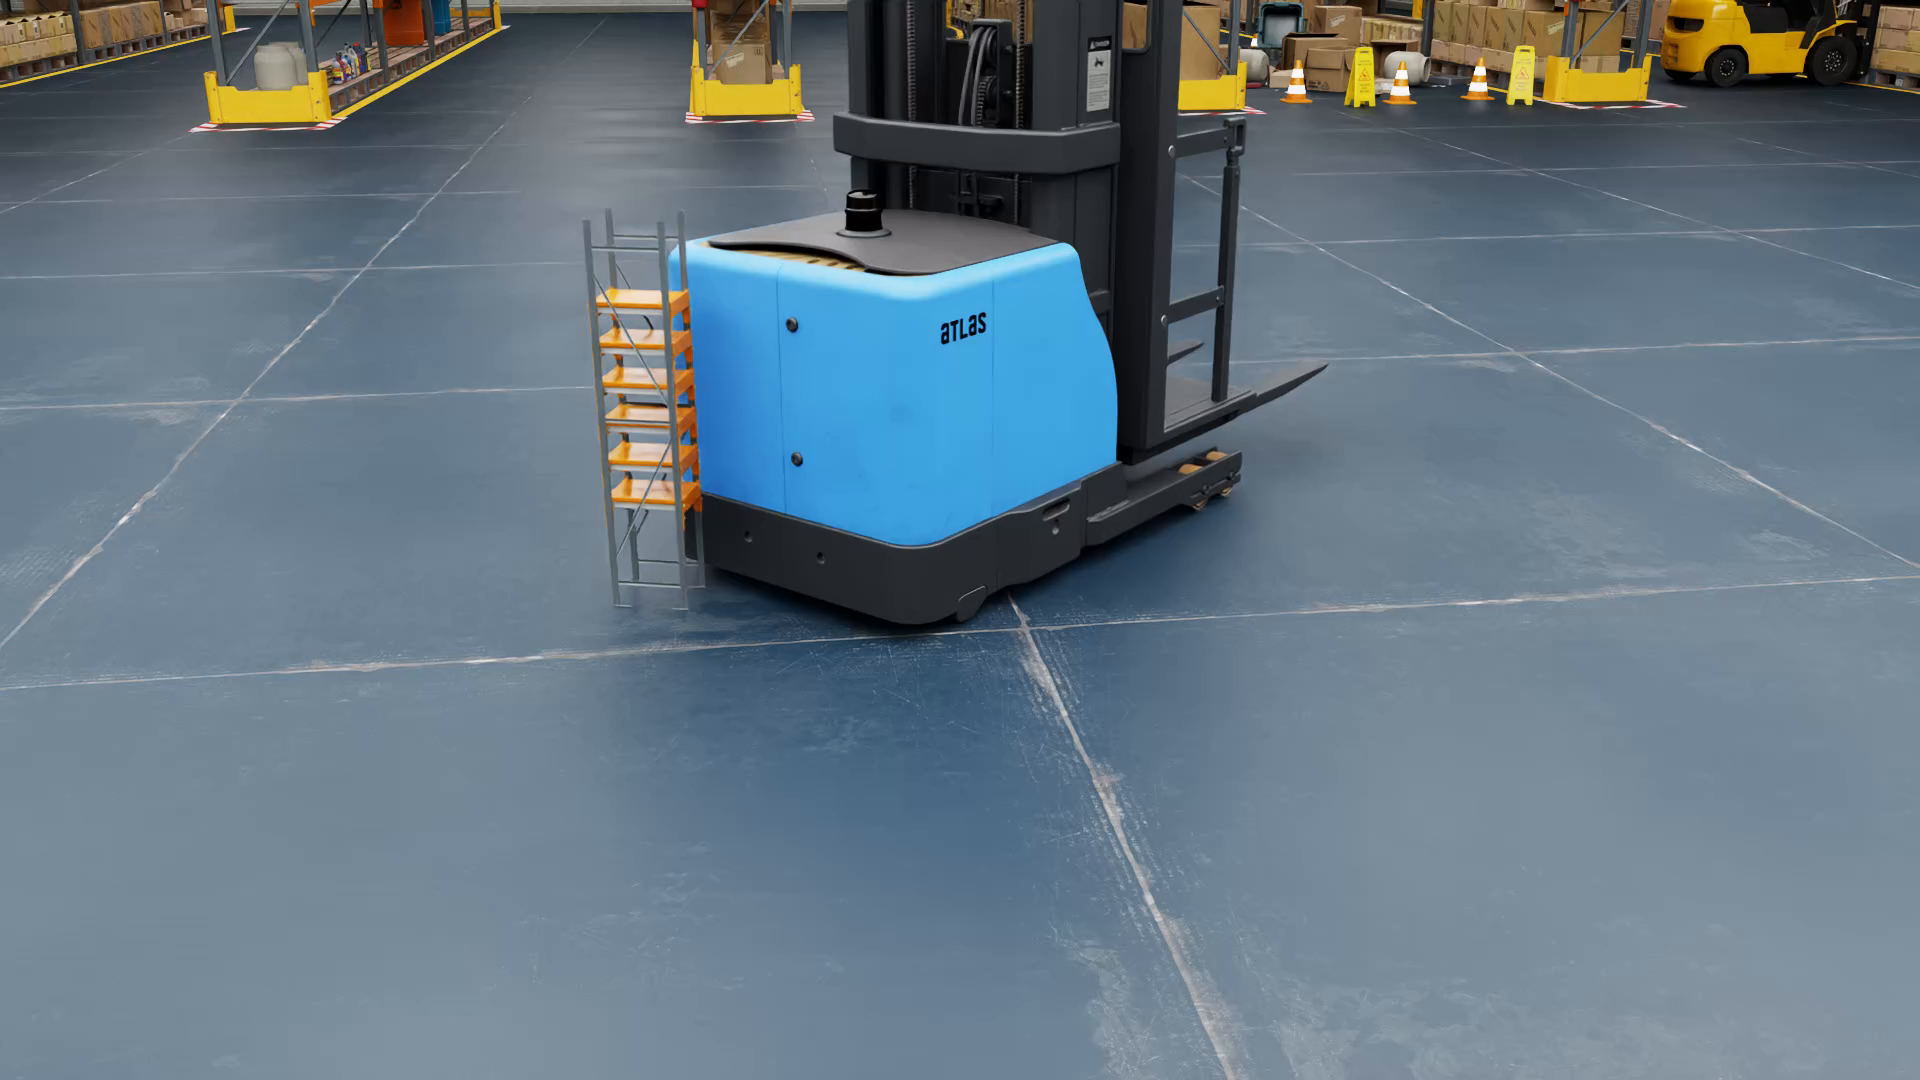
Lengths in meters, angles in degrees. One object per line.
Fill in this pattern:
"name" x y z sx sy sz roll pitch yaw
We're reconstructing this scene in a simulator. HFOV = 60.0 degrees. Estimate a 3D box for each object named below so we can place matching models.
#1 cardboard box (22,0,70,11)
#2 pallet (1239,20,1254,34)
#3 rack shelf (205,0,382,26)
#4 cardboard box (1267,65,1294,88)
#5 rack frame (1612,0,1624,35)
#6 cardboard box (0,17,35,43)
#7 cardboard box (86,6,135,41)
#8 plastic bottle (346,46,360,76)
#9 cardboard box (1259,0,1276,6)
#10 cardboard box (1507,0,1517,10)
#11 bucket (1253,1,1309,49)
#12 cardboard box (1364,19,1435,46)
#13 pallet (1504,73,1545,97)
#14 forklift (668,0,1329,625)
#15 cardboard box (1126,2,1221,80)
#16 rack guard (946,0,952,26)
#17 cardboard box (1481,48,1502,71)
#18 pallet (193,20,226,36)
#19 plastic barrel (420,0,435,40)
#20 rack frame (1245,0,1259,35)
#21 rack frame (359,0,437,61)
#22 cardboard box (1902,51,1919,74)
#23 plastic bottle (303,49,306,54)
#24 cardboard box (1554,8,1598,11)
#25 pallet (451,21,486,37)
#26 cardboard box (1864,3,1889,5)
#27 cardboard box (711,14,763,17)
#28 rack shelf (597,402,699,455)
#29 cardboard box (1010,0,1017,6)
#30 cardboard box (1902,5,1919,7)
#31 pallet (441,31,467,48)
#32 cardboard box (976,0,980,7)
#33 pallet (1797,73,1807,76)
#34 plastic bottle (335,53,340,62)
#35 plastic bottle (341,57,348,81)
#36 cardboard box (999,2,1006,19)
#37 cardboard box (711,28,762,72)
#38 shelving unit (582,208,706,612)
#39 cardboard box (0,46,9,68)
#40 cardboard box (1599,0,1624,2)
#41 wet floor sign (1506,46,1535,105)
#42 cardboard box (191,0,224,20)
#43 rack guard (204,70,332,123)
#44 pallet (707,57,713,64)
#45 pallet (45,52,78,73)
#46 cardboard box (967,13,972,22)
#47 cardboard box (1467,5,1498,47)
"cardboard box" -13.654 -8.056 24.870 0.500 0.250 0.500 -2 21 -6
"pallet" 5.726 -9.682 31.338 1.003 0.211 1.213 -3 21 -8
"rack shelf" -7.508 -6.172 18.983 1.077 0.370 4.000 -3 21 -8
"cardboard box" 4.098 -5.884 21.090 0.396 0.266 0.258 1 20 2
"rack frame" 11.246 -9.588 27.100 1.000 3.000 0.127 -3 21 -8
"cardboard box" -12.734 -6.812 22.197 0.500 0.311 0.500 -2 21 -6
"cardboard box" -13.286 -8.081 26.008 0.500 0.500 0.500 -4 21 -10
"plastic bottle" -7.344 -5.780 20.062 0.144 0.351 0.185 -3 21 -8
"cardboard box" 5.927 -9.712 29.869 0.875 0.875 0.875 -2 21 -6
"cardboard box" 6.962 -6.605 20.445 0.380 0.149 0.250 -3 21 -7
"bucket" 4.329 -6.915 22.448 0.726 0.611 0.620 4 11 11
"cardboard box" 6.625 -7.588 24.901 0.950 0.372 0.625 -2 21 -6
"pallet" 7.395 -5.570 20.327 1.003 0.211 1.213 -3 21 -8
"forklift" 0.389 -1.575 5.743 1.130 2.935 3.031 15 25 35
"cardboard box" 2.441 -5.715 19.166 0.875 0.875 0.875 -3 21 -7
"rack guard" 0.309 -10.624 33.447 1.175 0.500 0.348 -3 21 -8
"cardboard box" 6.958 -6.102 21.097 0.500 0.250 0.500 -4 21 -10
"pallet" -14.301 -9.499 30.849 1.003 0.211 1.213 -3 21 -8
"plastic barrel" -8.623 -8.213 26.266 0.600 0.588 0.708 -3 21 -8
"rack frame" 5.758 -10.721 30.134 1.000 3.000 0.127 -3 21 -8
"rack frame" -8.373 -8.587 24.419 1.000 3.000 0.127 -3 21 -8
"cardboard box" 12.019 -5.874 20.485 0.500 0.250 0.500 -3 21 -7
"plastic bottle" -7.948 -5.874 20.313 0.144 0.351 0.185 -3 21 -8
"cardboard box" 7.562 -6.309 20.578 0.500 0.500 0.500 -4 21 -10
"pallet" -9.273 -9.341 30.425 1.003 0.211 1.213 -3 21 -8
"cardboard box" 11.797 -6.865 21.711 0.500 0.250 0.500 -3 21 -9
"cardboard box" -3.174 -7.253 23.793 0.700 0.500 0.500 -1 21 -3
"rack shelf" -0.942 -0.337 5.030 0.258 0.103 0.180 3 21 8
"cardboard box" 1.093 -8.652 26.496 0.500 0.250 0.500 -3 21 -9
"cardboard box" 12.380 -6.718 21.316 0.500 0.250 0.500 -3 21 -8
"pallet" -8.879 -8.396 27.894 1.003 0.211 1.213 -3 21 -8
"cardboard box" 0.490 -9.773 30.220 0.380 0.149 0.250 -3 21 -7
"pallet" 11.896 -6.619 23.137 1.003 0.211 1.213 -3 21 -8
"plastic bottle" -7.430 -5.687 19.908 0.061 0.283 0.133 -3 21 -8
"plastic bottle" -7.222 -5.507 19.444 0.097 0.271 0.097 0 20 0
"cardboard box" 0.934 -8.654 27.573 0.500 0.500 0.500 -4 21 -10
"cardboard box" -2.787 -6.139 20.838 0.500 0.500 0.500 4 21 9
"shelving unit" -0.942 -0.379 5.015 0.258 1.200 0.189 3 21 8
"cardboard box" -12.584 -6.191 21.335 0.500 0.250 0.500 -2 21 -6
"cardboard box" 10.924 -9.076 27.774 0.380 0.149 0.250 -4 21 -10
"wet floor sign" 6.457 -5.344 19.102 0.267 0.644 0.232 4 21 11
"cardboard box" -14.106 -9.967 31.060 0.500 0.500 0.500 -3 21 -8
"rack guard" -7.277 -4.670 17.505 1.175 0.500 0.348 -3 21 -8
"pallet" -3.009 -6.415 22.590 1.003 0.211 1.213 -3 21 -8
"pallet" -13.195 -6.745 23.473 1.003 0.211 1.213 -3 21 -8
"cardboard box" 0.332 -9.775 31.075 0.380 0.149 0.250 -3 21 -8
"cardboard box" 6.891 -6.629 21.436 0.500 0.500 0.500 -2 21 -5
